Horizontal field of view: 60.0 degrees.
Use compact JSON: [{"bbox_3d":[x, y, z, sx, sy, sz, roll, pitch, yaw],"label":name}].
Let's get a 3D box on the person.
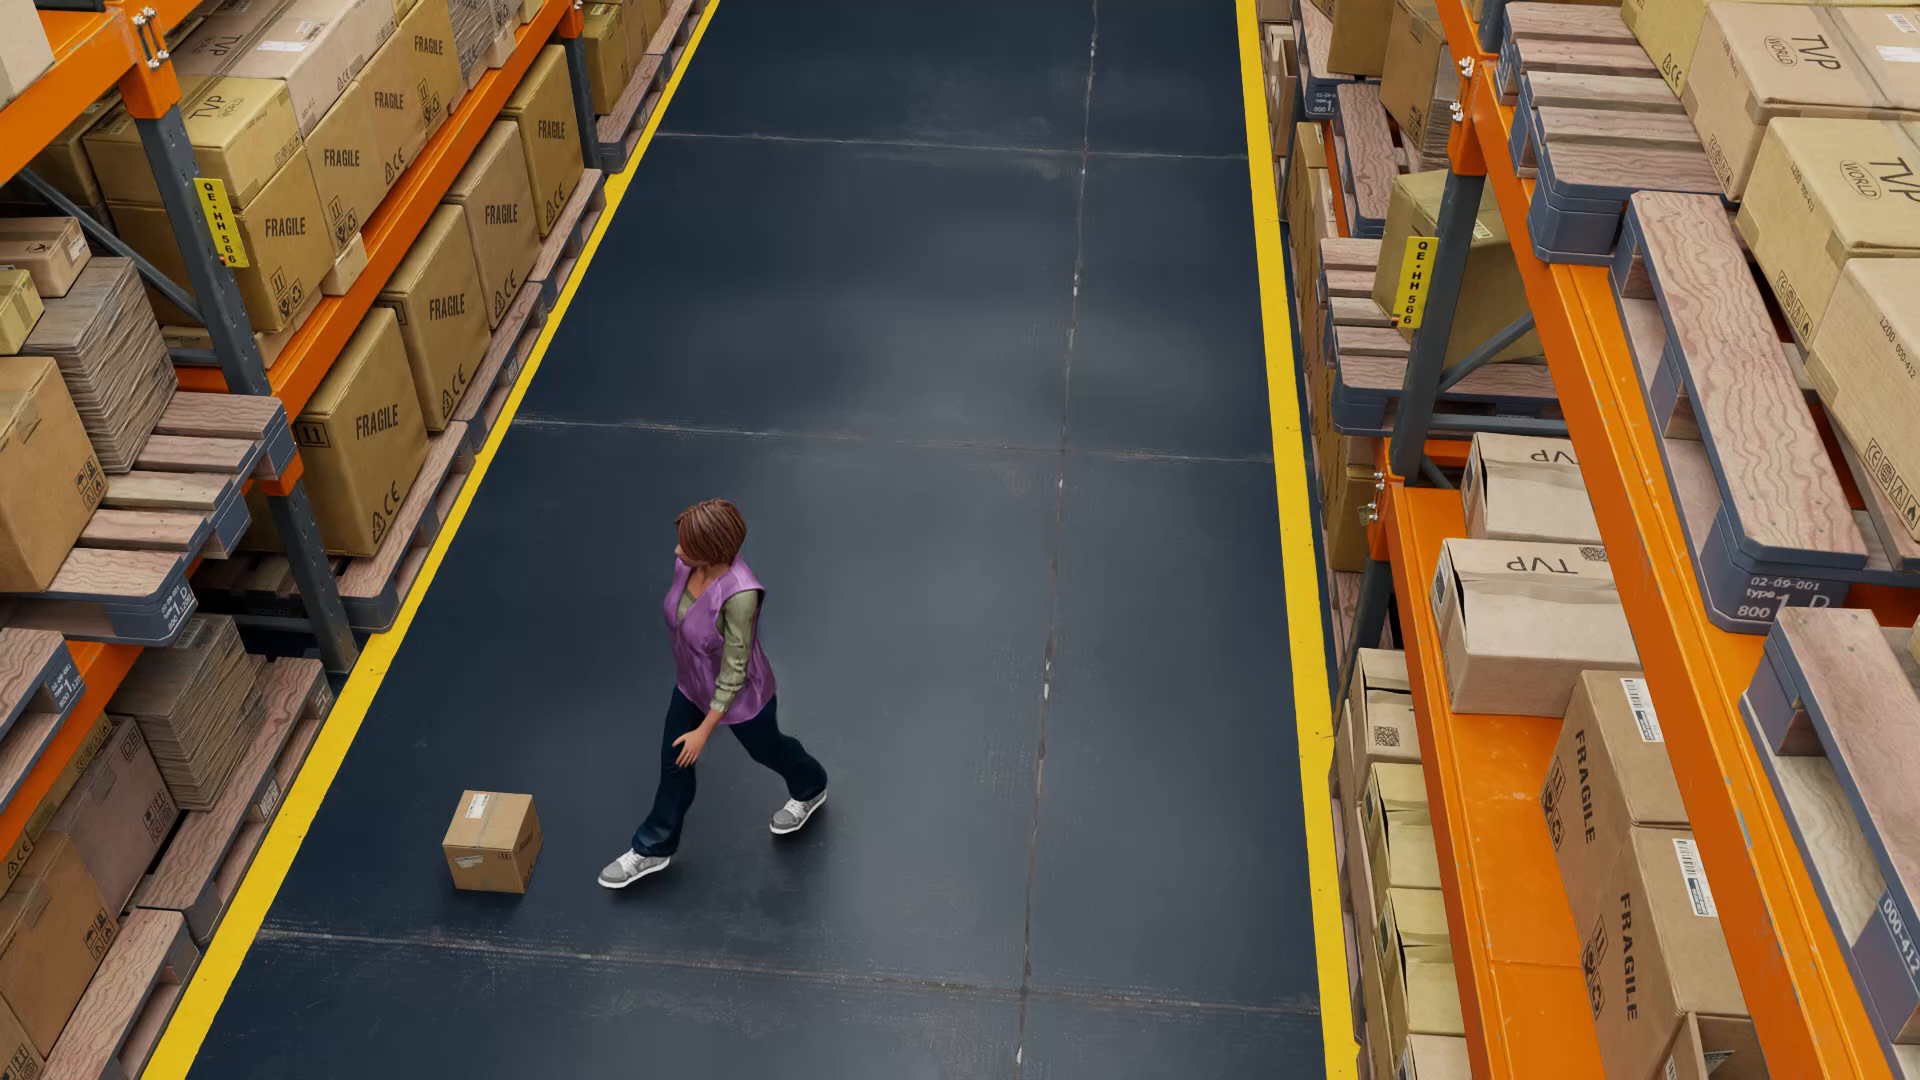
[{"bbox_3d":[-0.853,0.530,5.530,0.892,1.554,0.427,-31,49,-31],"label":"person"}]
